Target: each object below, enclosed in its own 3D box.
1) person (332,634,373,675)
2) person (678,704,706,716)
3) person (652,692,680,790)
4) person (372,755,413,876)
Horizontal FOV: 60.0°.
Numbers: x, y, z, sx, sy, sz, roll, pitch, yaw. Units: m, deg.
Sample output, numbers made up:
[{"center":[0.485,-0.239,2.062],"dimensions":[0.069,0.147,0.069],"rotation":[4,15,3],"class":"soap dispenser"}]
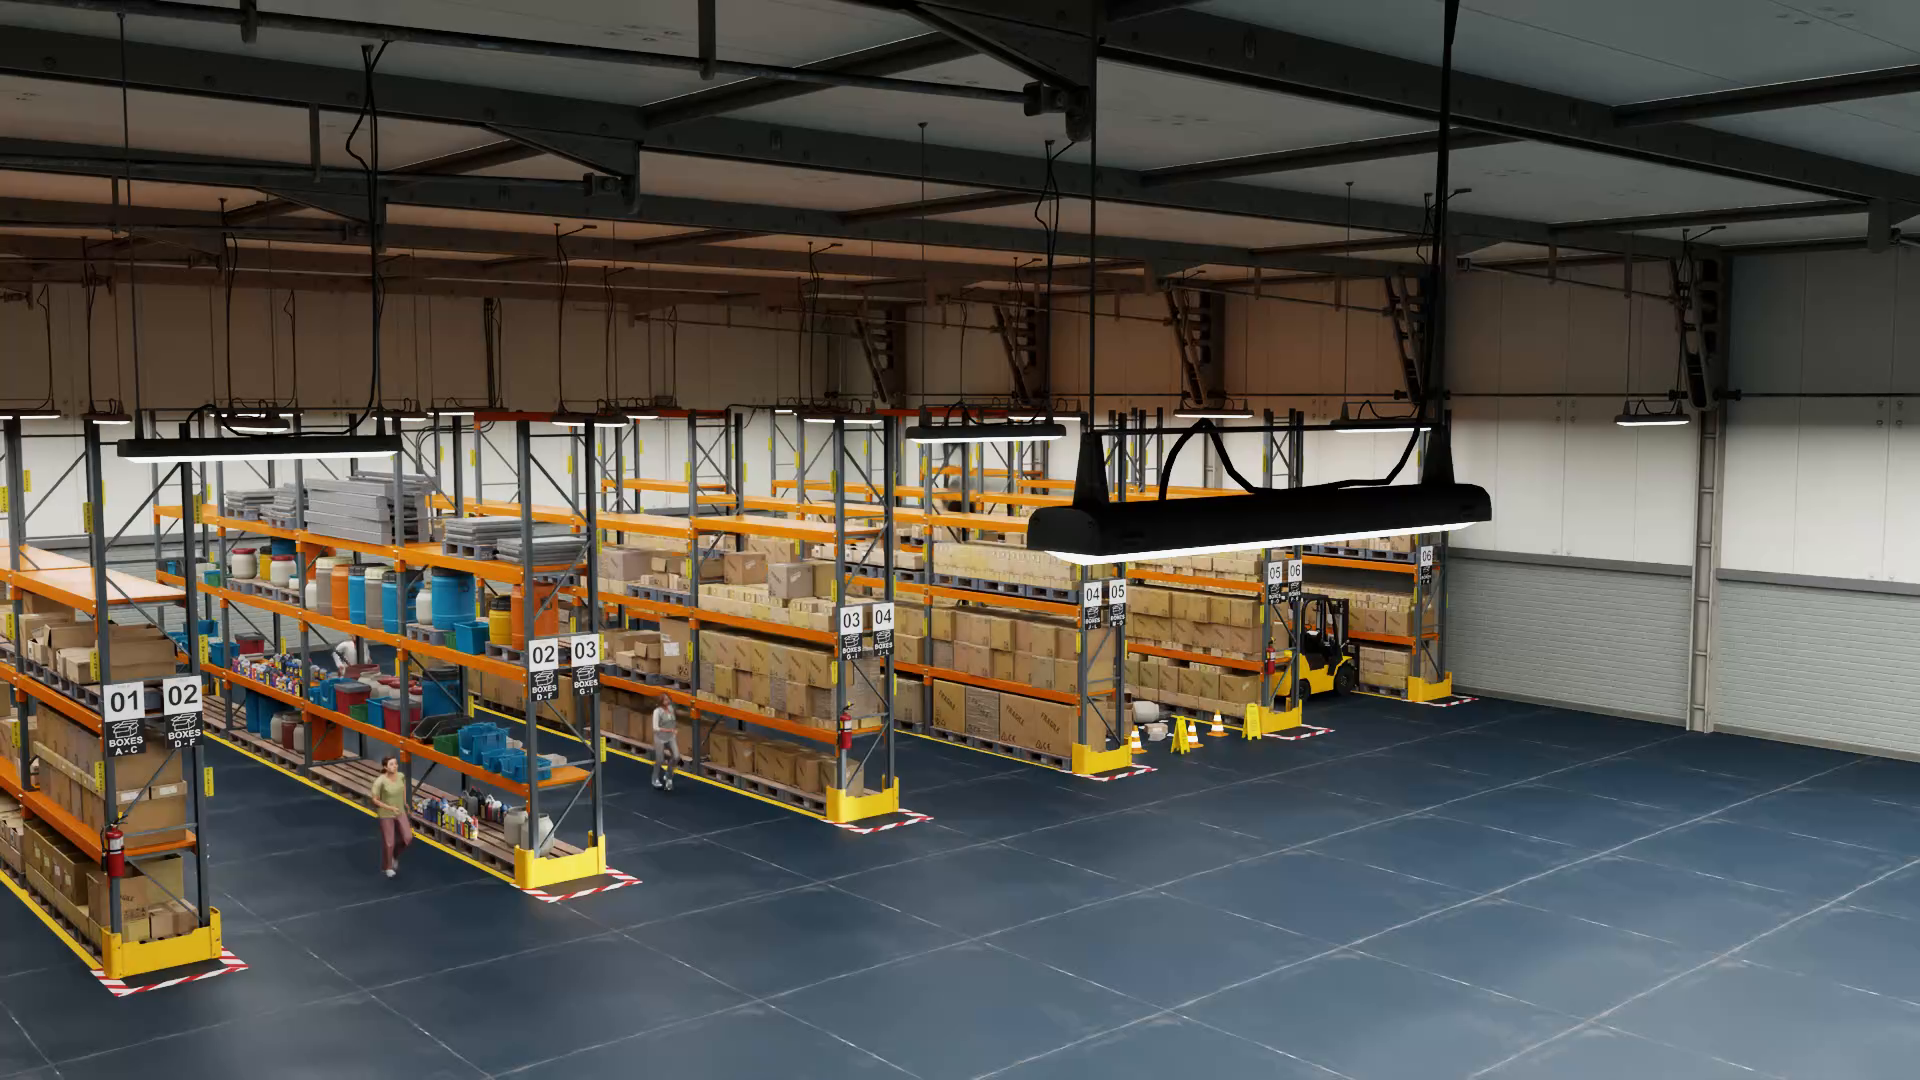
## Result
[{"center":[-11.761,2.641,32.264],"dimensions":[0.955,1.846,0.634],"rotation":[3,6,33],"class":"person"},{"center":[-5.067,2.687,31.819],"dimensions":[0.738,1.748,0.711],"rotation":[4,7,41],"class":"person"},{"center":[-4.691,3.206,26.502],"dimensions":[0.504,1.585,0.732],"rotation":[-4,7,-41],"class":"person"},{"center":[-7.409,3.610,21.753],"dimensions":[0.621,1.617,0.560],"rotation":[5,7,42],"class":"person"}]
